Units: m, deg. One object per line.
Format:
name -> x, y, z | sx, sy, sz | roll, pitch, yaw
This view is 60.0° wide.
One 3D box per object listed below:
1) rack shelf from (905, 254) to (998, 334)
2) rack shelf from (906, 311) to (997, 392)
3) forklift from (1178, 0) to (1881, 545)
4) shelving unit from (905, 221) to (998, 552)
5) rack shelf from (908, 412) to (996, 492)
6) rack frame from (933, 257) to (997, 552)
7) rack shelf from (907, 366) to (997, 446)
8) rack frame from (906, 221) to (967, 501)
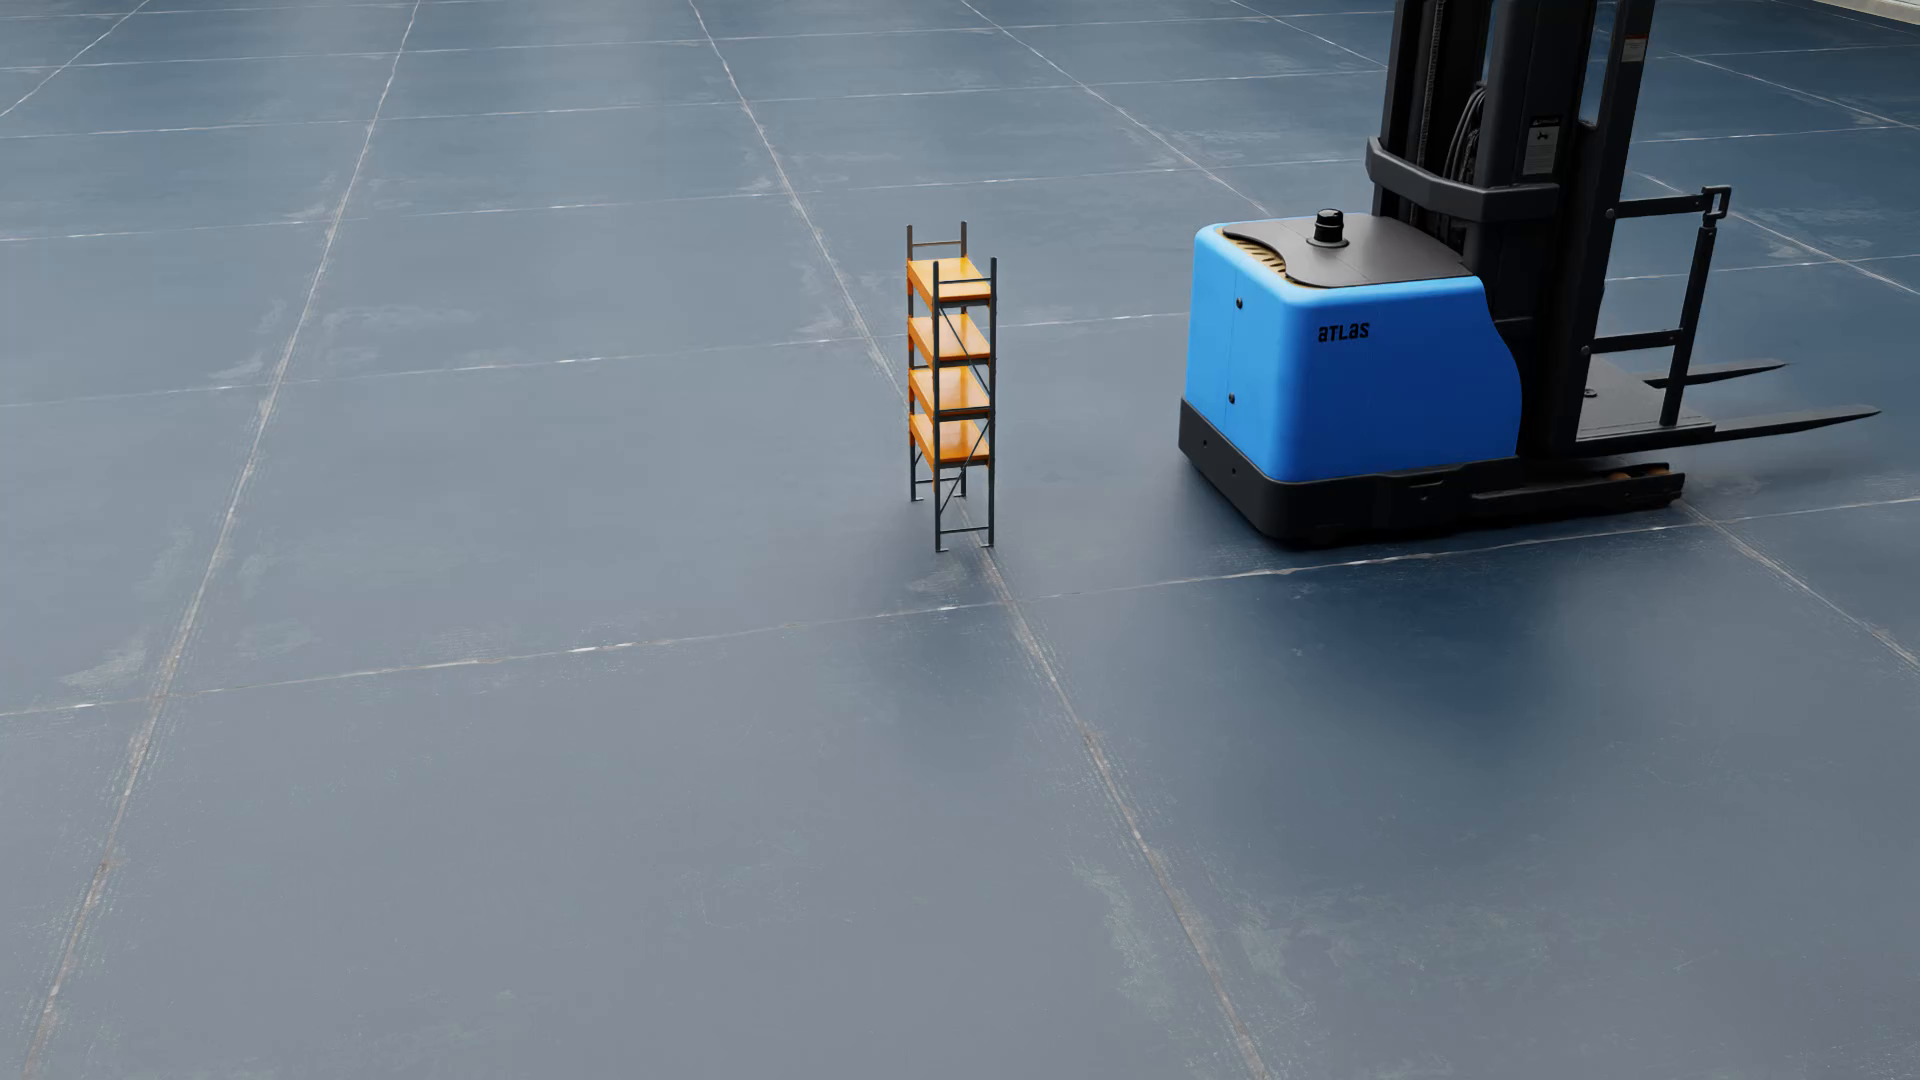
rack shelf -> -0.037, -0.959, 6.447 | 0.258, 0.148, 0.480 | -6, 27, -12
rack shelf -> -0.037, -0.748, 6.553 | 0.258, 0.148, 0.480 | -6, 27, -12
forklift -> 2.548, -1.646, 6.758 | 3.031, 2.935, 1.130 | -7, 28, -14
shelving unit -> -0.037, -0.608, 6.624 | 0.258, 1.200, 0.503 | -6, 27, -12
rack shelf -> -0.037, -0.371, 6.743 | 0.258, 0.148, 0.480 | -6, 27, -12
rack frame -> 0.018, -0.501, 6.411 | 0.240, 1.200, 0.015 | -6, 27, -12
rack shelf -> -0.037, -0.548, 6.654 | 0.258, 0.148, 0.480 | -6, 27, -12
rack frame -> -0.092, -0.715, 6.836 | 0.240, 1.200, 0.015 | -6, 27, -12
